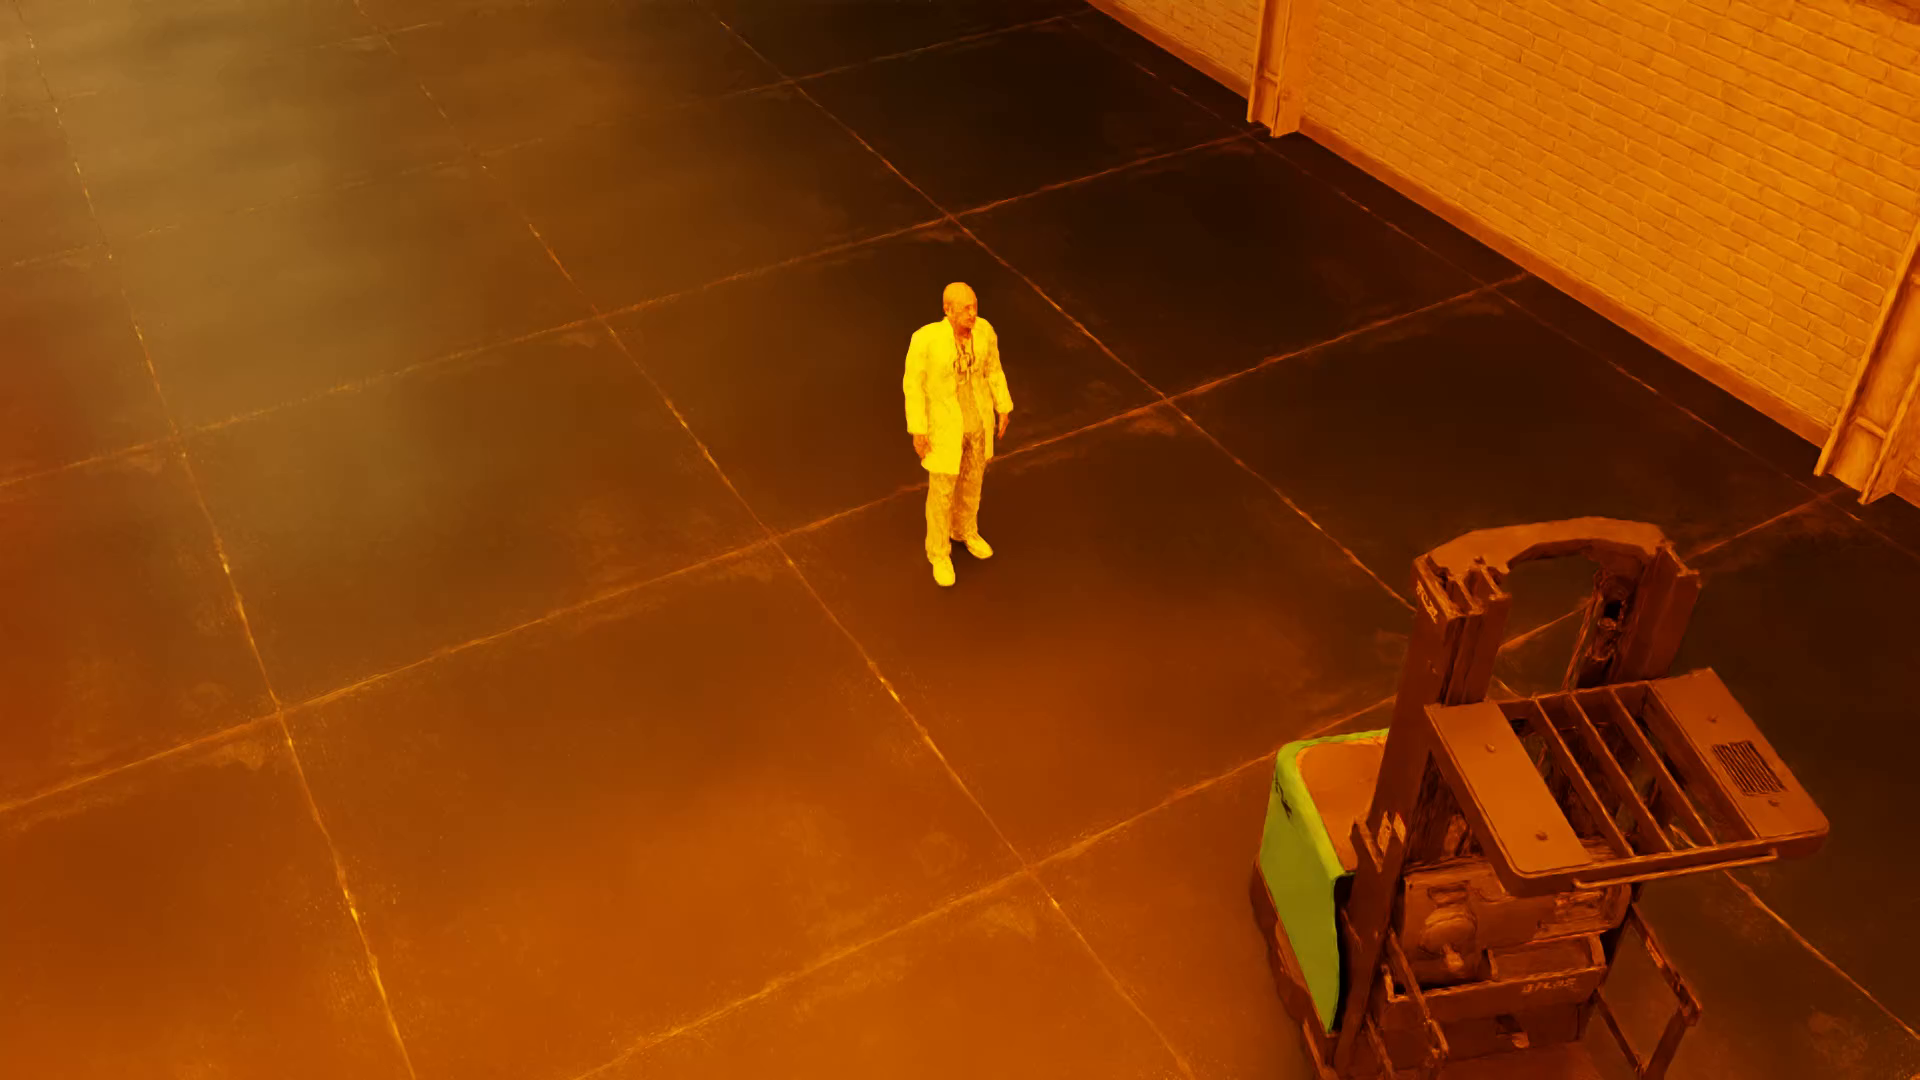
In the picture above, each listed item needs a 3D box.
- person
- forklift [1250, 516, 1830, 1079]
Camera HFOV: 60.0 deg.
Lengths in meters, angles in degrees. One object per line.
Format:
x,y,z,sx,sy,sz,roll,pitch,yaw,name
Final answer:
0.042,-0.638,9.697,0.694,1.776,0.579,-20,44,-23,person
2.185,1.491,6.238,1.130,2.935,3.031,-7,40,-8,forklift
